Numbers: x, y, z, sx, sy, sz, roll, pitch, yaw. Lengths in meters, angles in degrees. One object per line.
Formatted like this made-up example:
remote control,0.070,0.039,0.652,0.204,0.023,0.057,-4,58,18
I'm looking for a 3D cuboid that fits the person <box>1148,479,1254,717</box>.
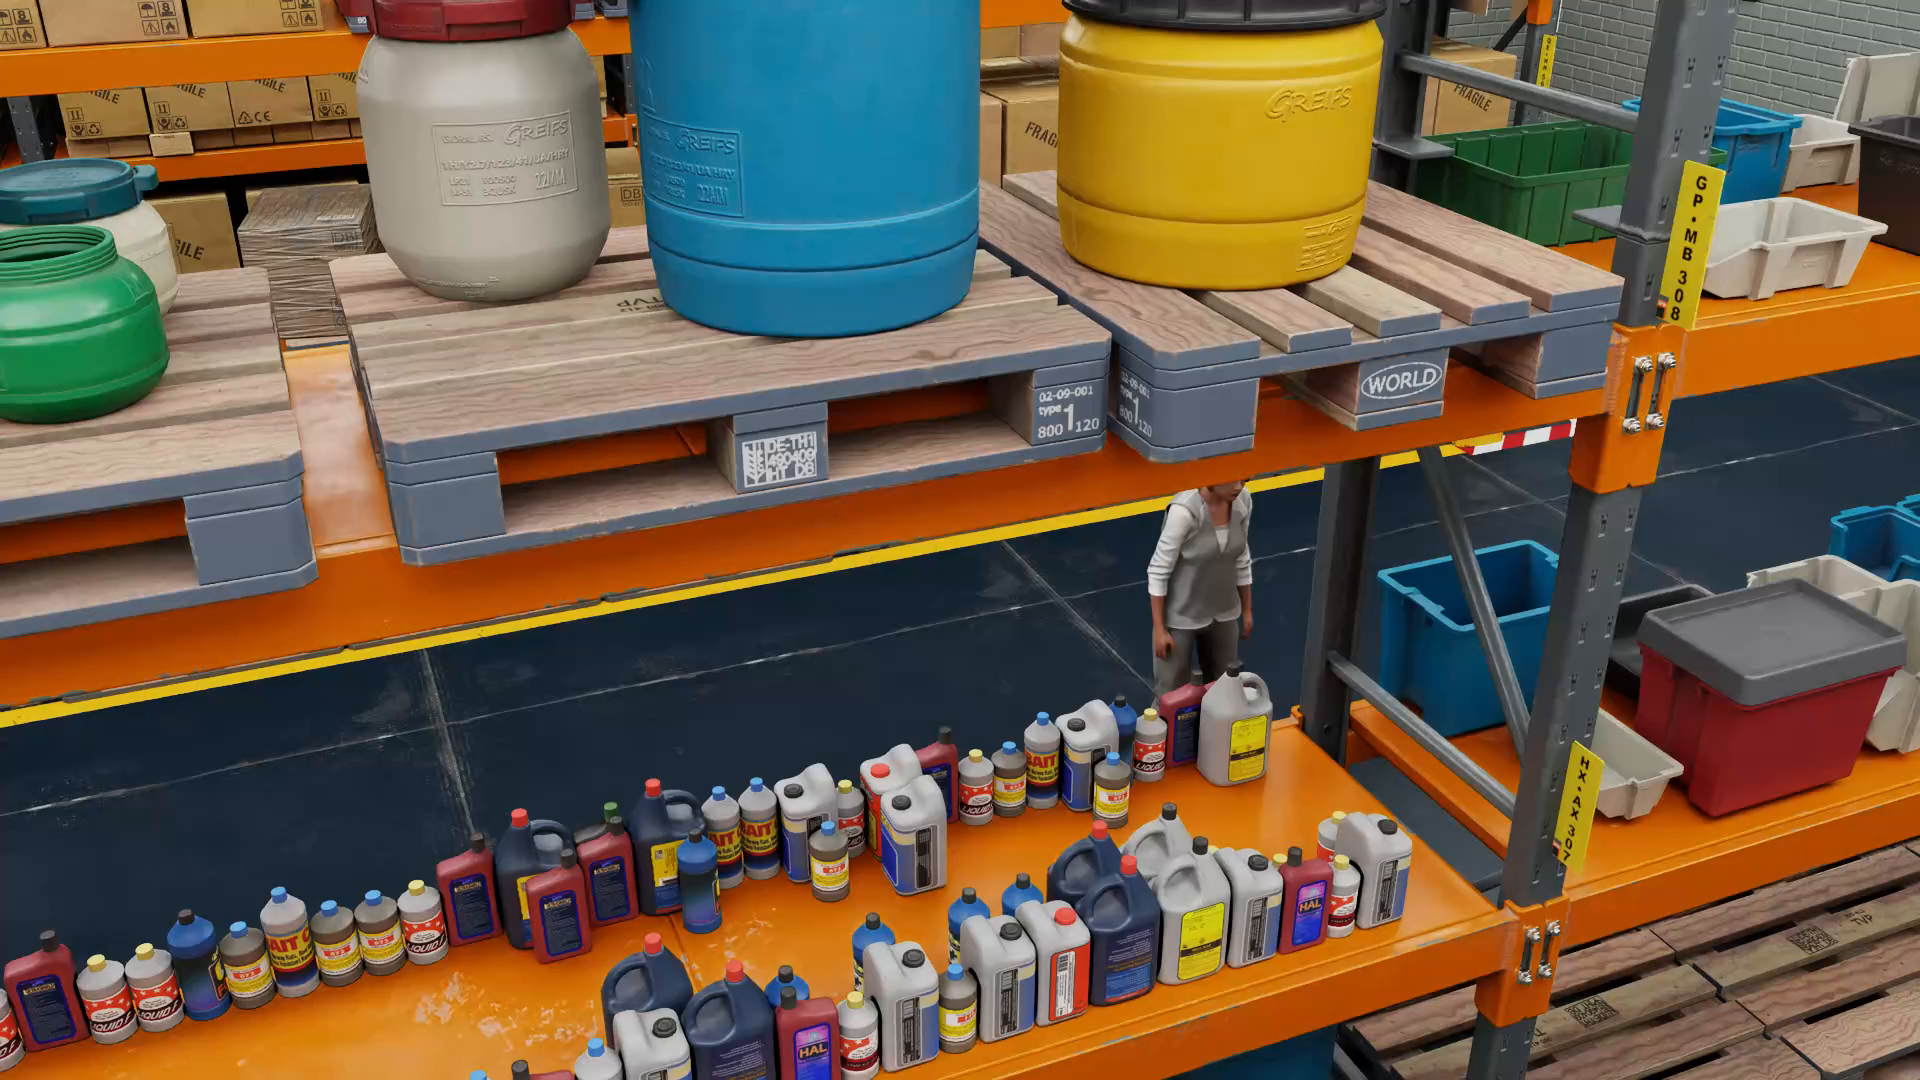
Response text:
person,0.929,0.318,6.481,0.485,1.593,0.344,-12,29,-23
